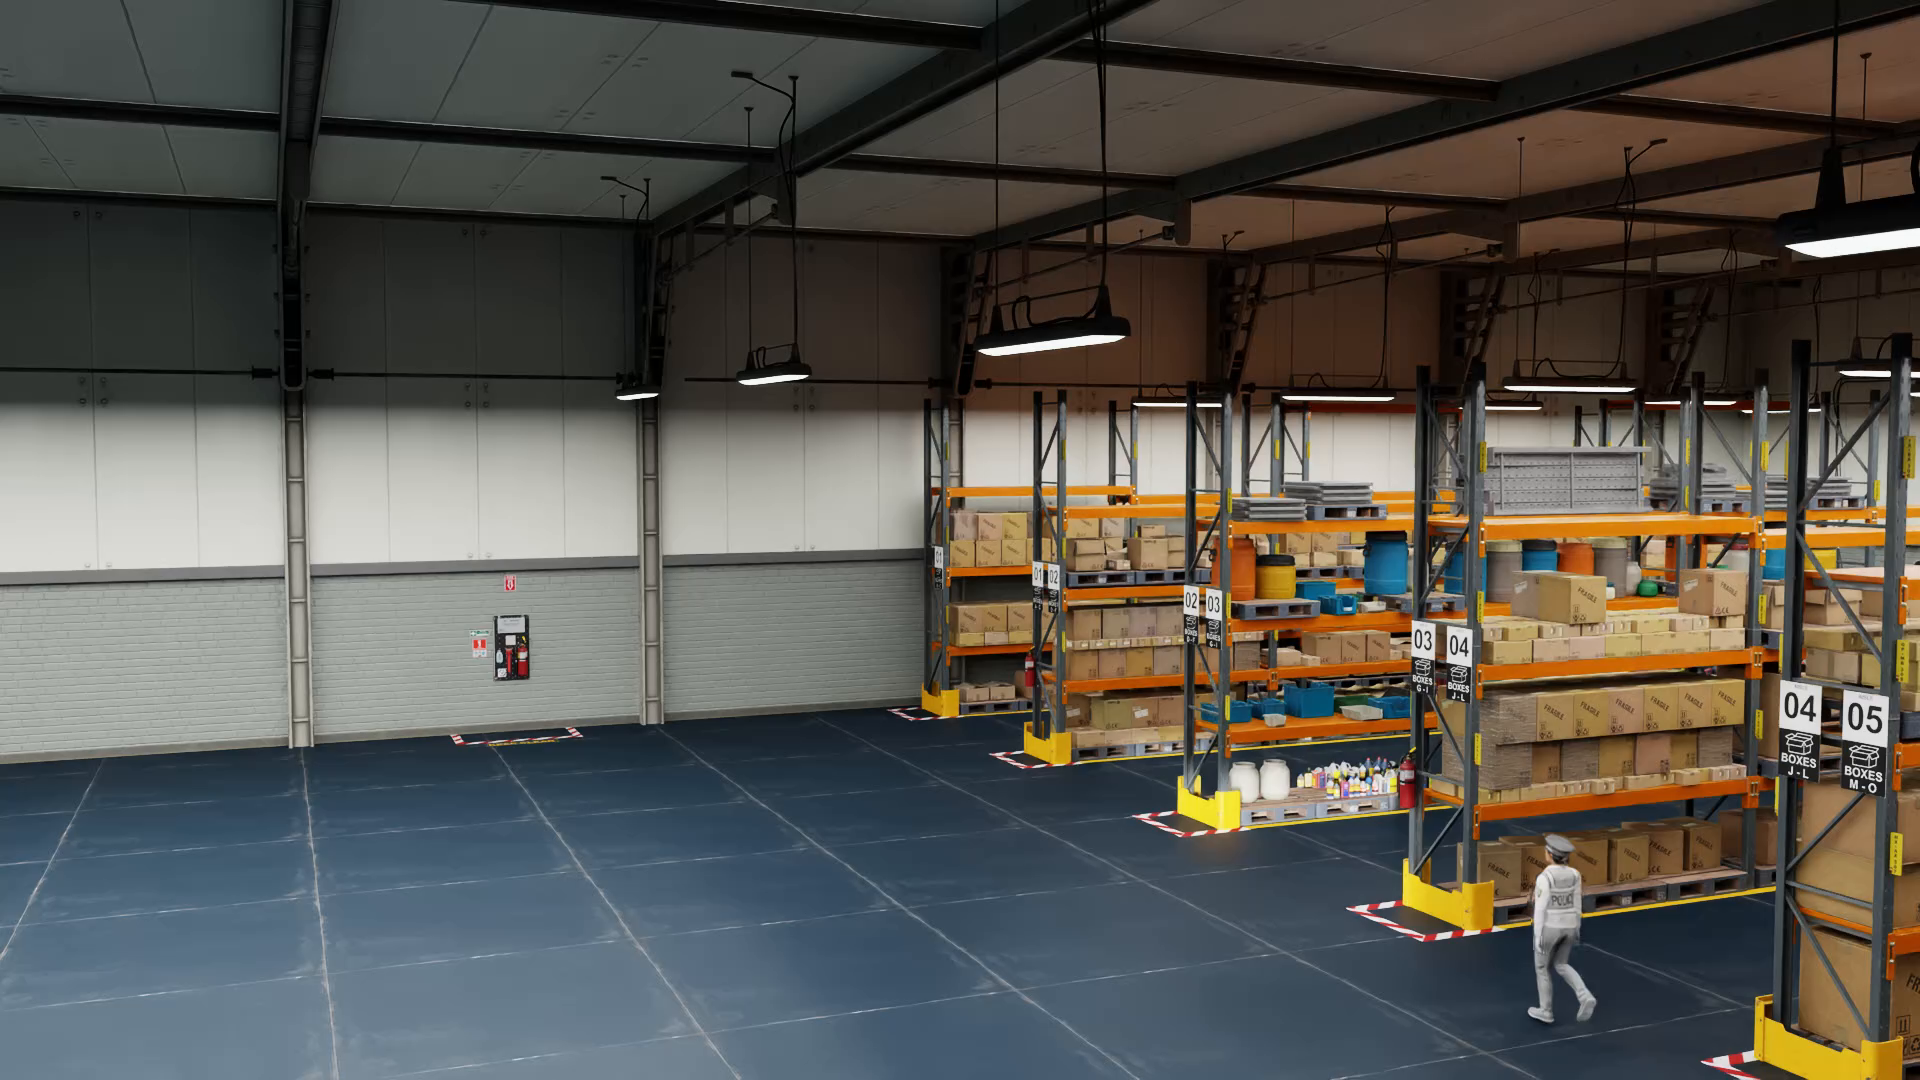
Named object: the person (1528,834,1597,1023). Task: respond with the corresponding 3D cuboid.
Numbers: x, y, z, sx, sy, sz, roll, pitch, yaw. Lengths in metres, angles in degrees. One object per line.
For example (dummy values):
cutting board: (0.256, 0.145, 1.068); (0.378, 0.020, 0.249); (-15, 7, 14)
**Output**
person: (5.289, 3.444, 14.658); (0.493, 1.669, 0.628); (-1, 4, -23)
